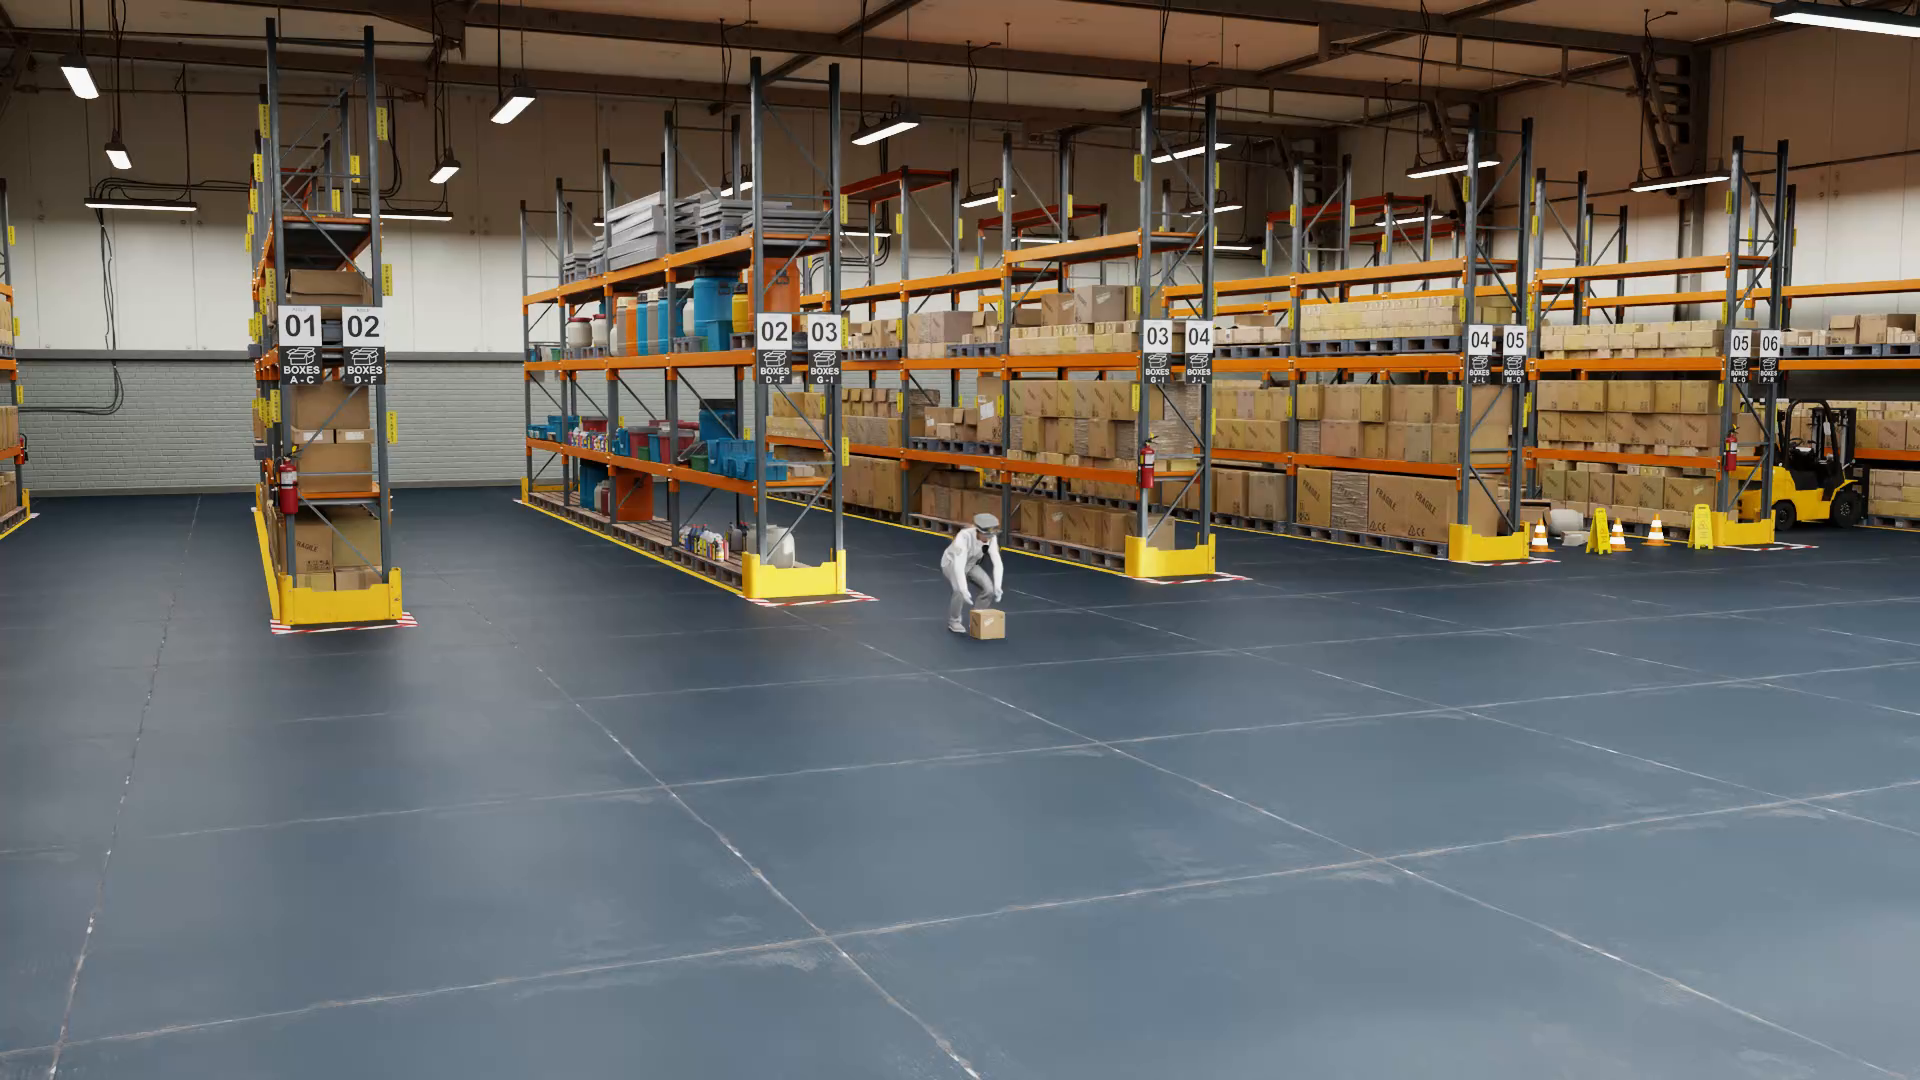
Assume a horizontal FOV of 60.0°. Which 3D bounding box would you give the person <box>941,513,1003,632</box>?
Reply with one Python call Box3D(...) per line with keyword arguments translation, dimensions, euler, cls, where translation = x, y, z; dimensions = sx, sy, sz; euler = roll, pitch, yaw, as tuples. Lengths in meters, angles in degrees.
Box3D(translation=(0.132, 0.312, 16.314), dimensions=(0.522, 1.180, 0.796), euler=(-2, 6, -24), cls="person")
